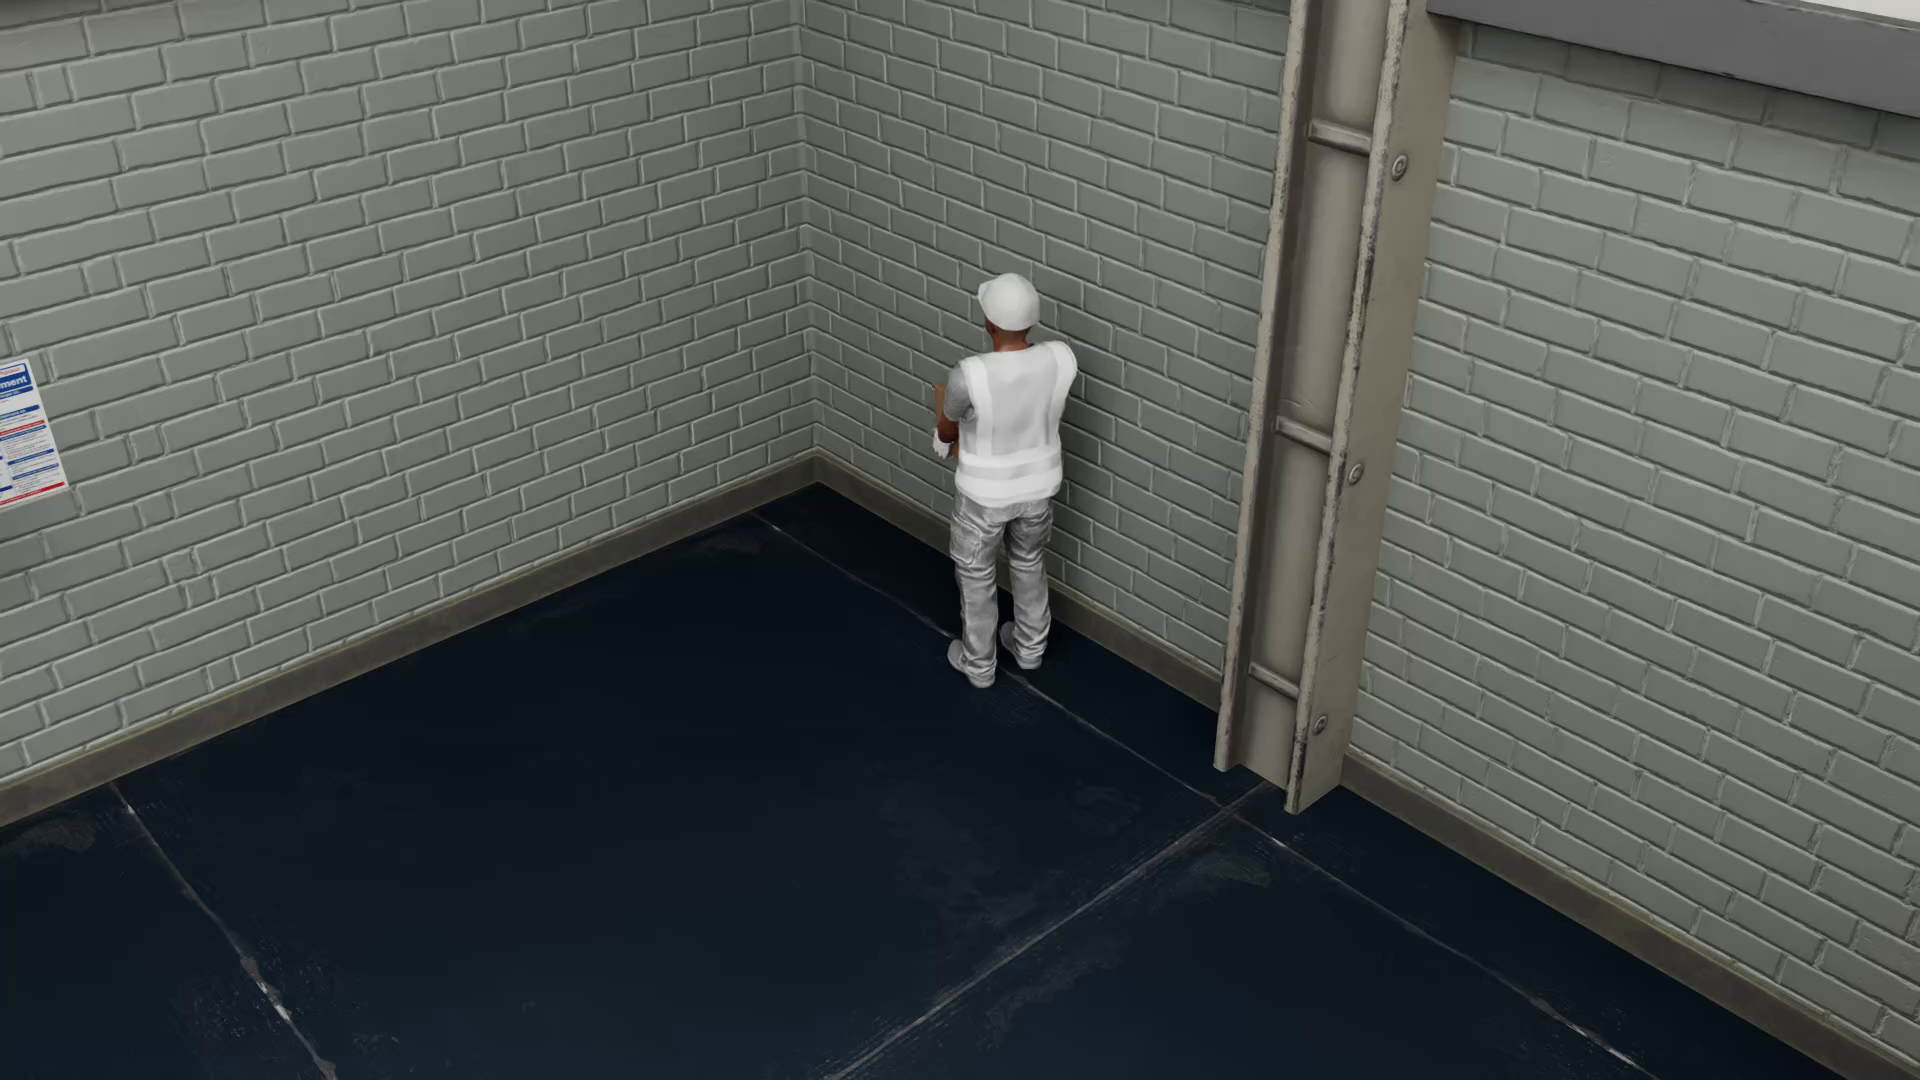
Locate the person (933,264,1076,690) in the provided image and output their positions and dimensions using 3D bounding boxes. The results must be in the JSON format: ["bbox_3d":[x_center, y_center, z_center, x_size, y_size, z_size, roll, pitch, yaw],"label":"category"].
[{"bbox_3d":[0.160,-0.234,6.497,0.556,1.785,0.462,-14,34,-21],"label":"person"}]
